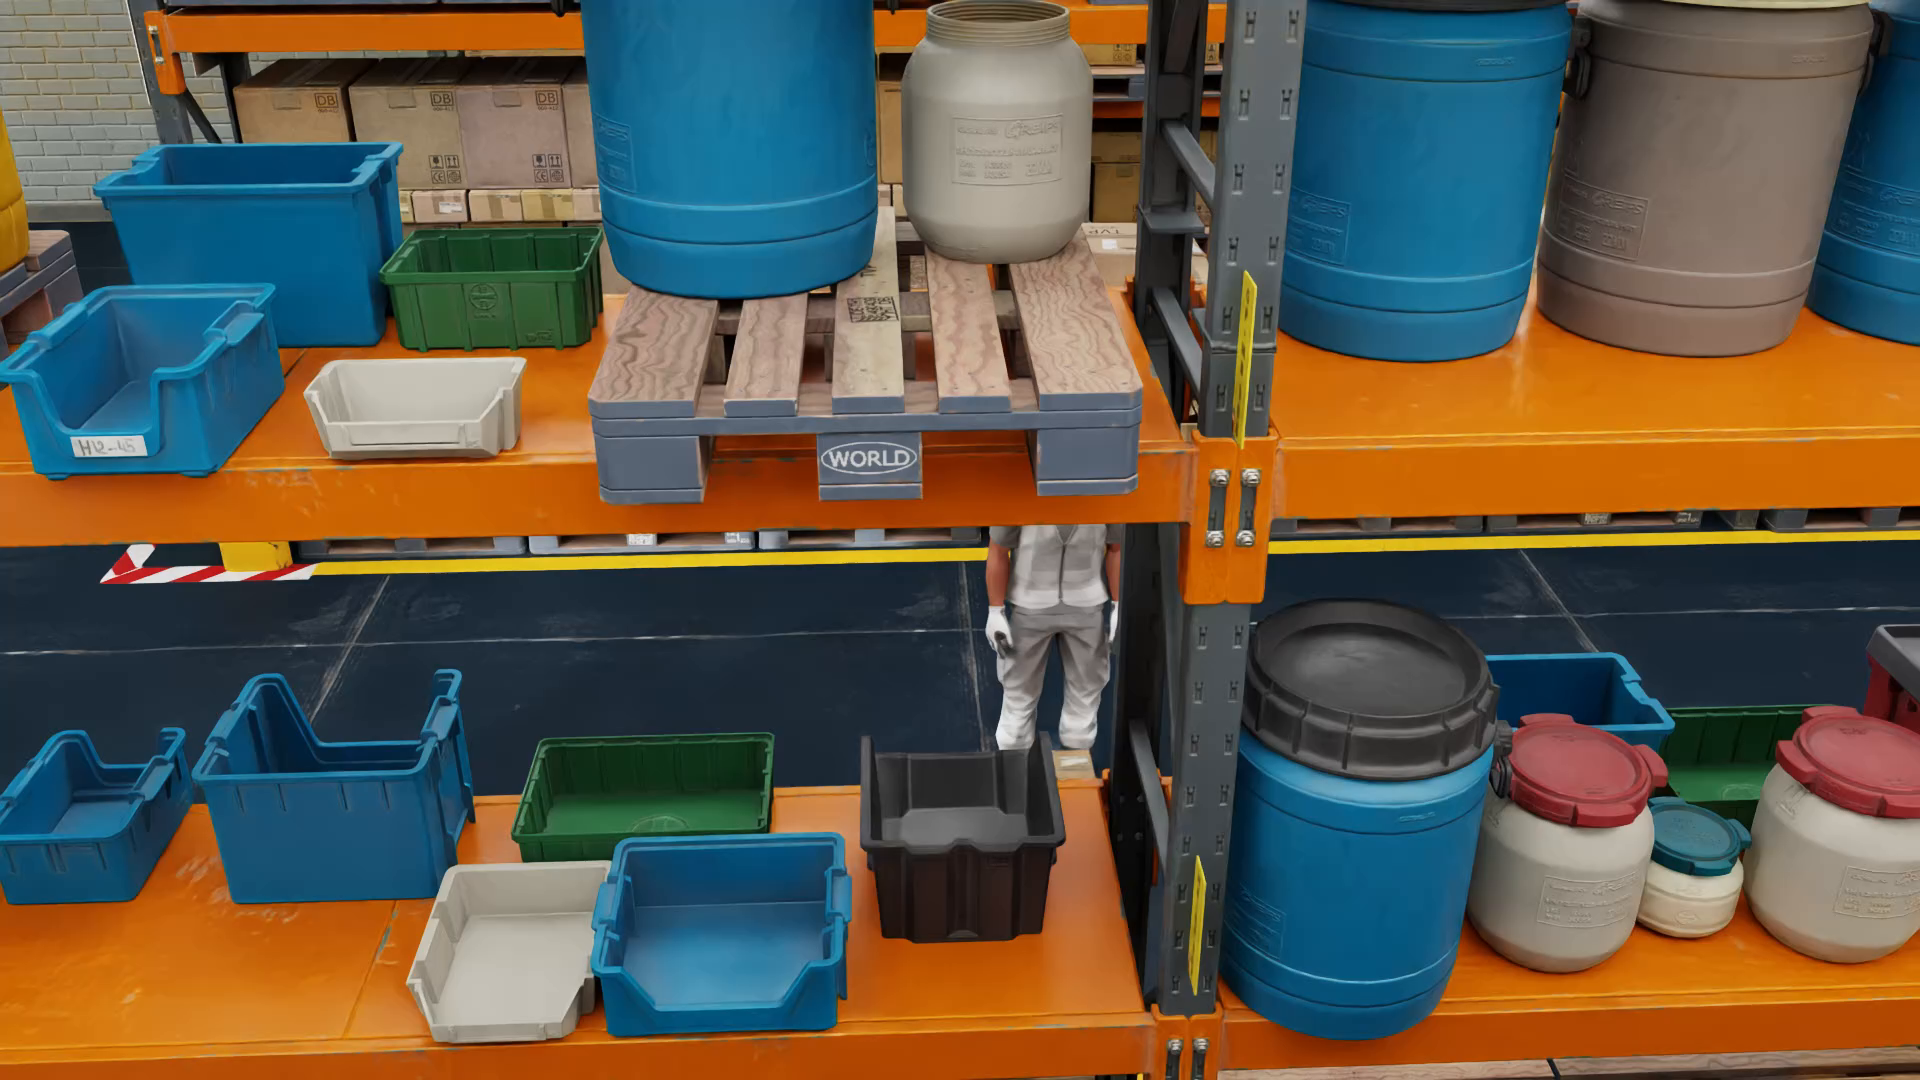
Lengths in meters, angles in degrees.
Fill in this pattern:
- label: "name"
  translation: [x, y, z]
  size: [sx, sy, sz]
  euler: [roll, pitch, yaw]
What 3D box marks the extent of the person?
- label: "person"
  translation: [0.384, 0.290, 6.539]
  size: [0.566, 1.781, 0.438]
  euler: [-2, 27, -4]
